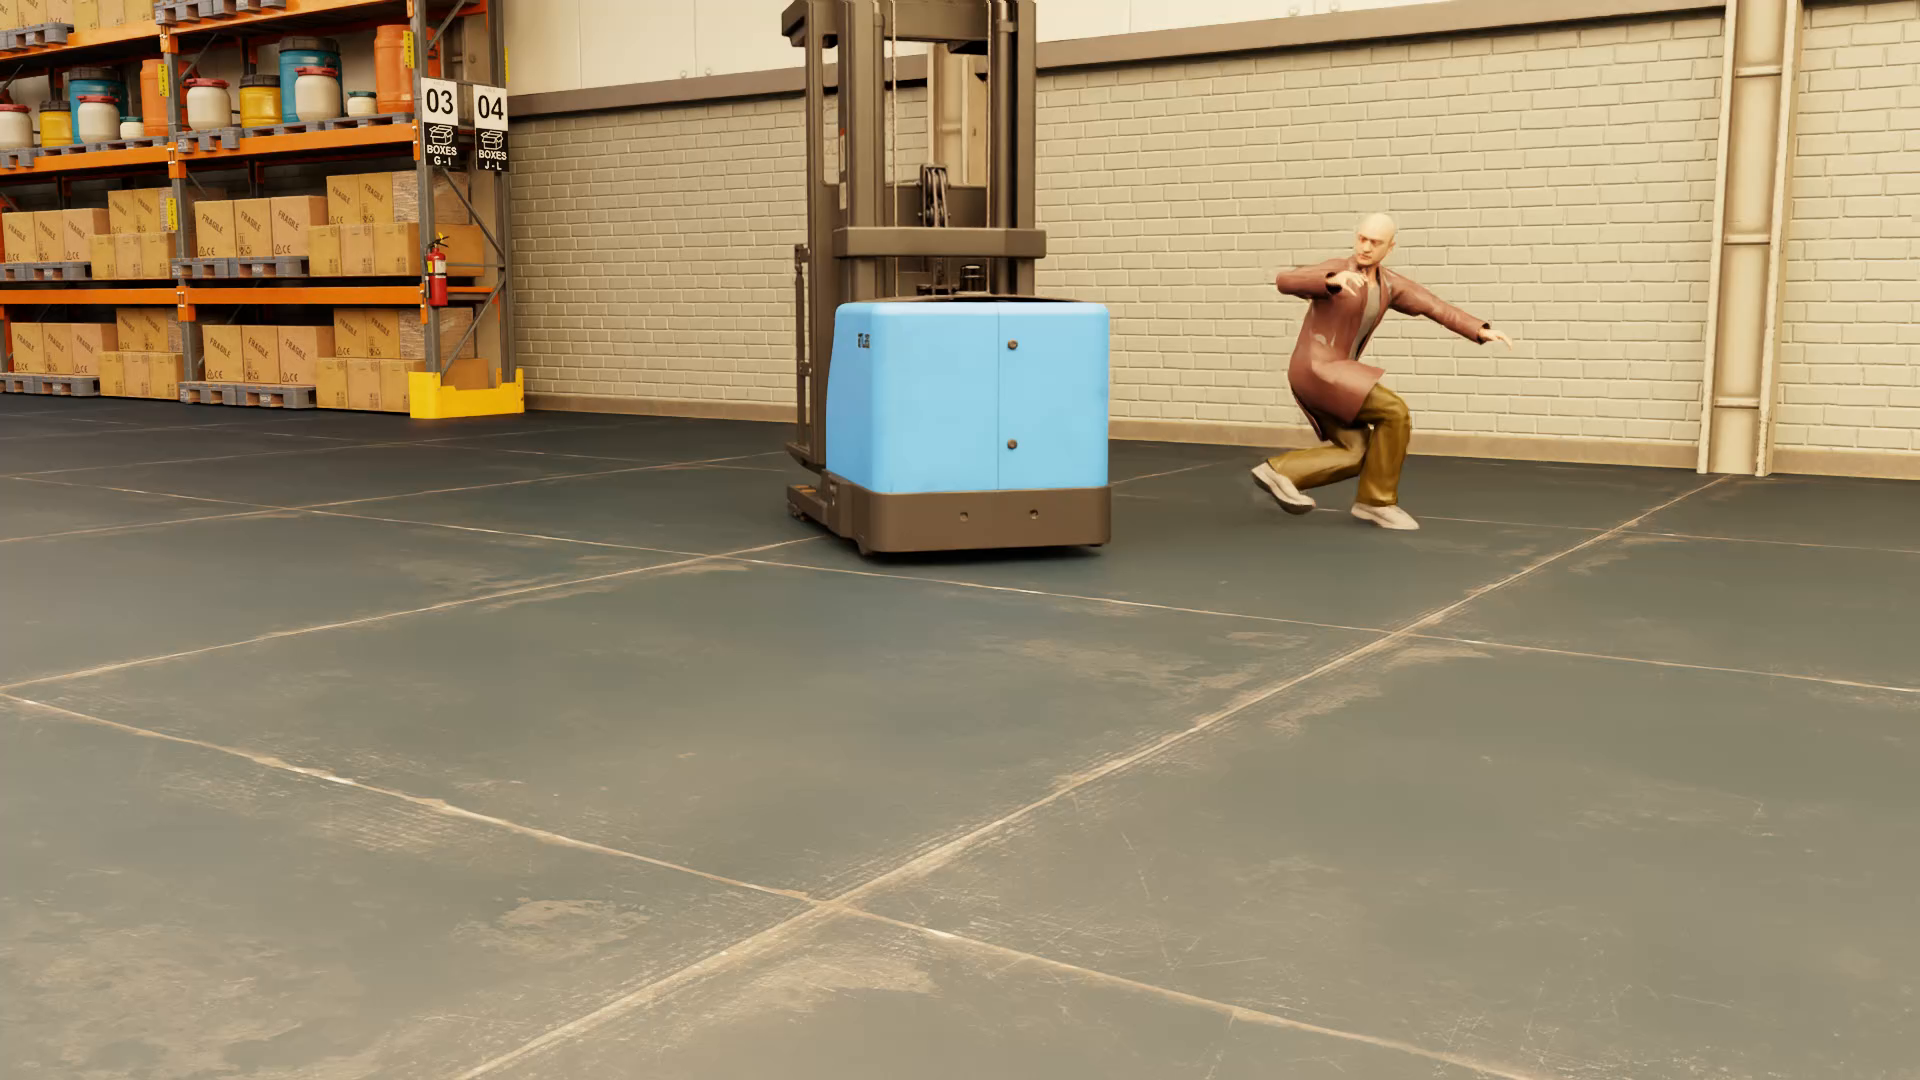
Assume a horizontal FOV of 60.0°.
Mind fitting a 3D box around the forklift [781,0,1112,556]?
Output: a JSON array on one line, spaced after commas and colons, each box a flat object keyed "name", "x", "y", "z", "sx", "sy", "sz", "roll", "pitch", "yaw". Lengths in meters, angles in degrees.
[{"name": "forklift", "x": -0.249, "y": -1.551, "z": 8.103, "sx": 1.130, "sy": 2.935, "sz": 3.031, "roll": -2, "pitch": 8, "yaw": -16}]

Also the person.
[{"name": "person", "x": 1.990, "y": -0.794, "z": 7.955, "sx": 1.185, "sy": 1.522, "sz": 0.875, "roll": 4, "pitch": 9, "yaw": 27}]
